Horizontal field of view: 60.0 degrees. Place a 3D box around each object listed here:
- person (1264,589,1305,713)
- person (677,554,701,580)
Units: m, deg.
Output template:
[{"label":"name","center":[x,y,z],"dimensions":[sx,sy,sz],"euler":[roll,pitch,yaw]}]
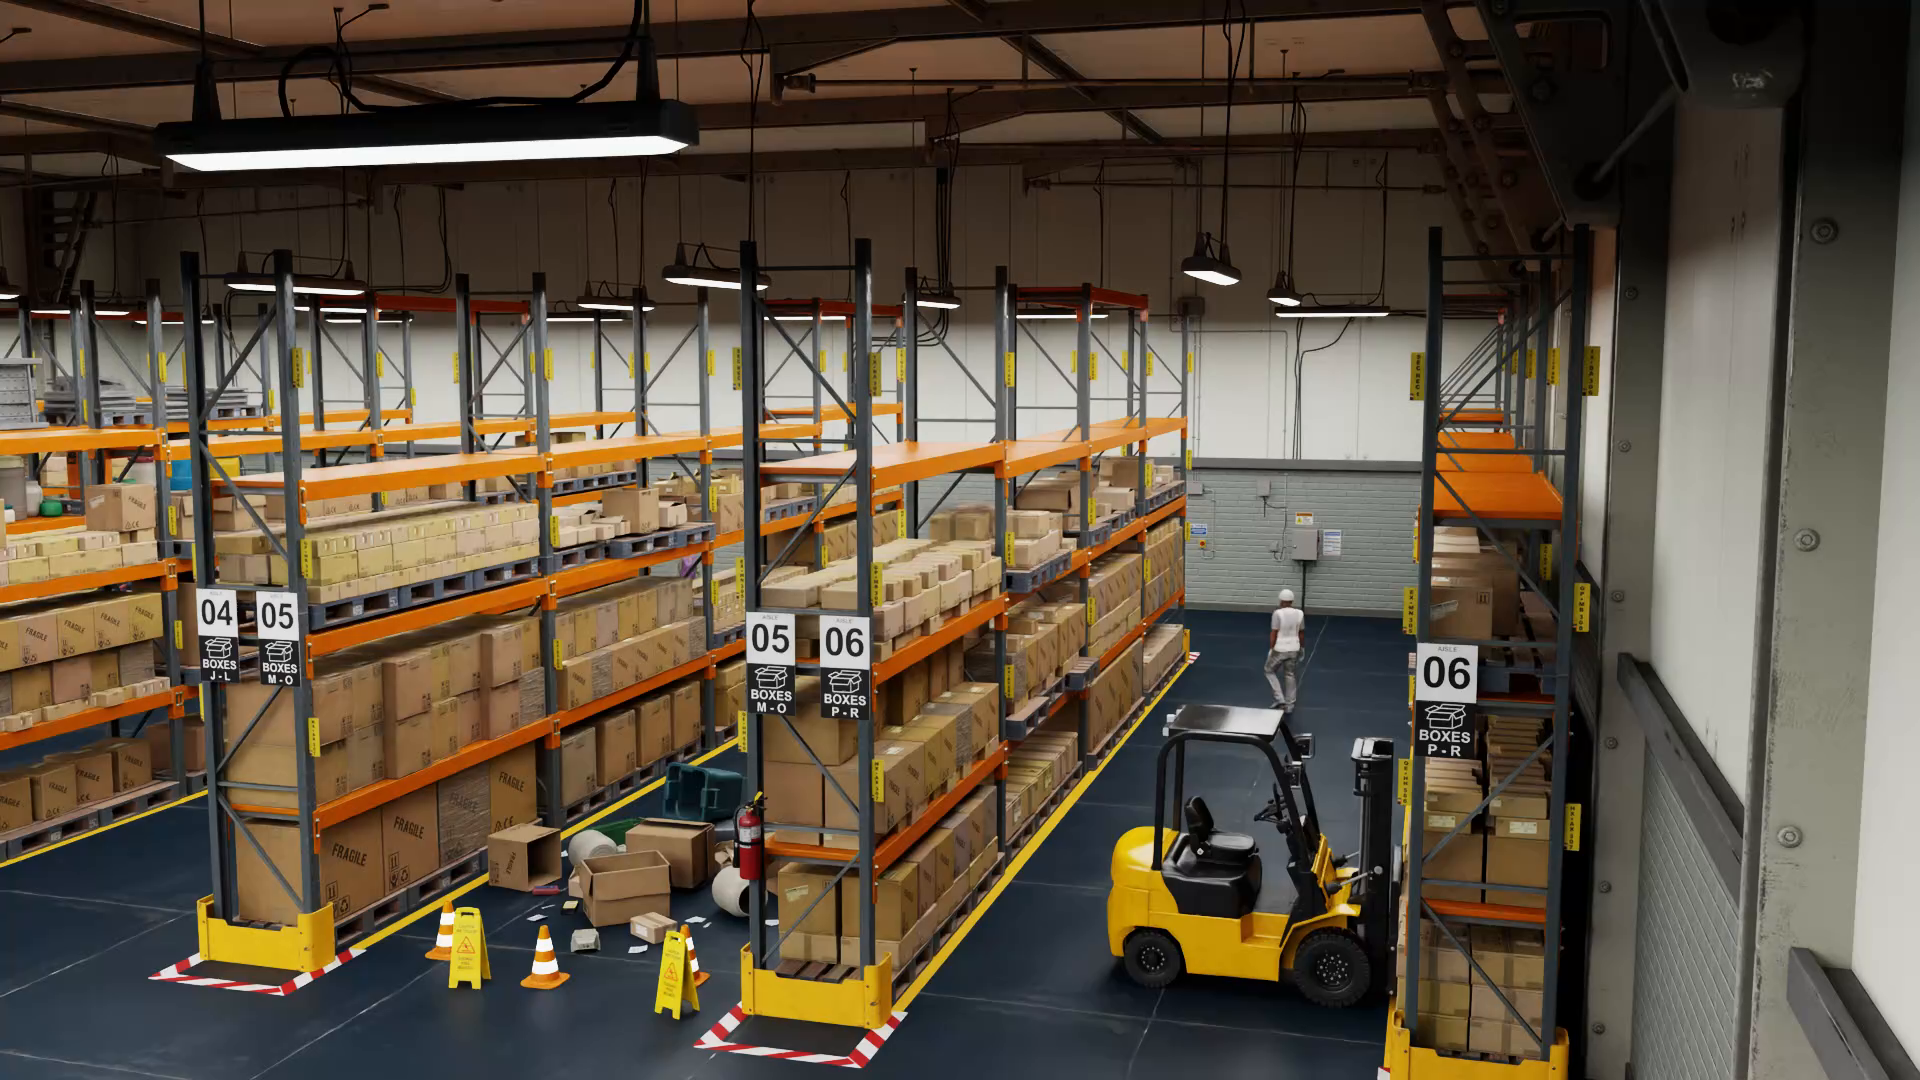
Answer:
[{"label":"person","center":[4.707,1.601,23.972],"dimensions":[0.609,1.785,0.468],"euler":[-2,7,-20]},{"label":"person","center":[-5.161,0.840,31.728],"dimensions":[0.696,1.607,0.423],"euler":[4,8,34]}]
